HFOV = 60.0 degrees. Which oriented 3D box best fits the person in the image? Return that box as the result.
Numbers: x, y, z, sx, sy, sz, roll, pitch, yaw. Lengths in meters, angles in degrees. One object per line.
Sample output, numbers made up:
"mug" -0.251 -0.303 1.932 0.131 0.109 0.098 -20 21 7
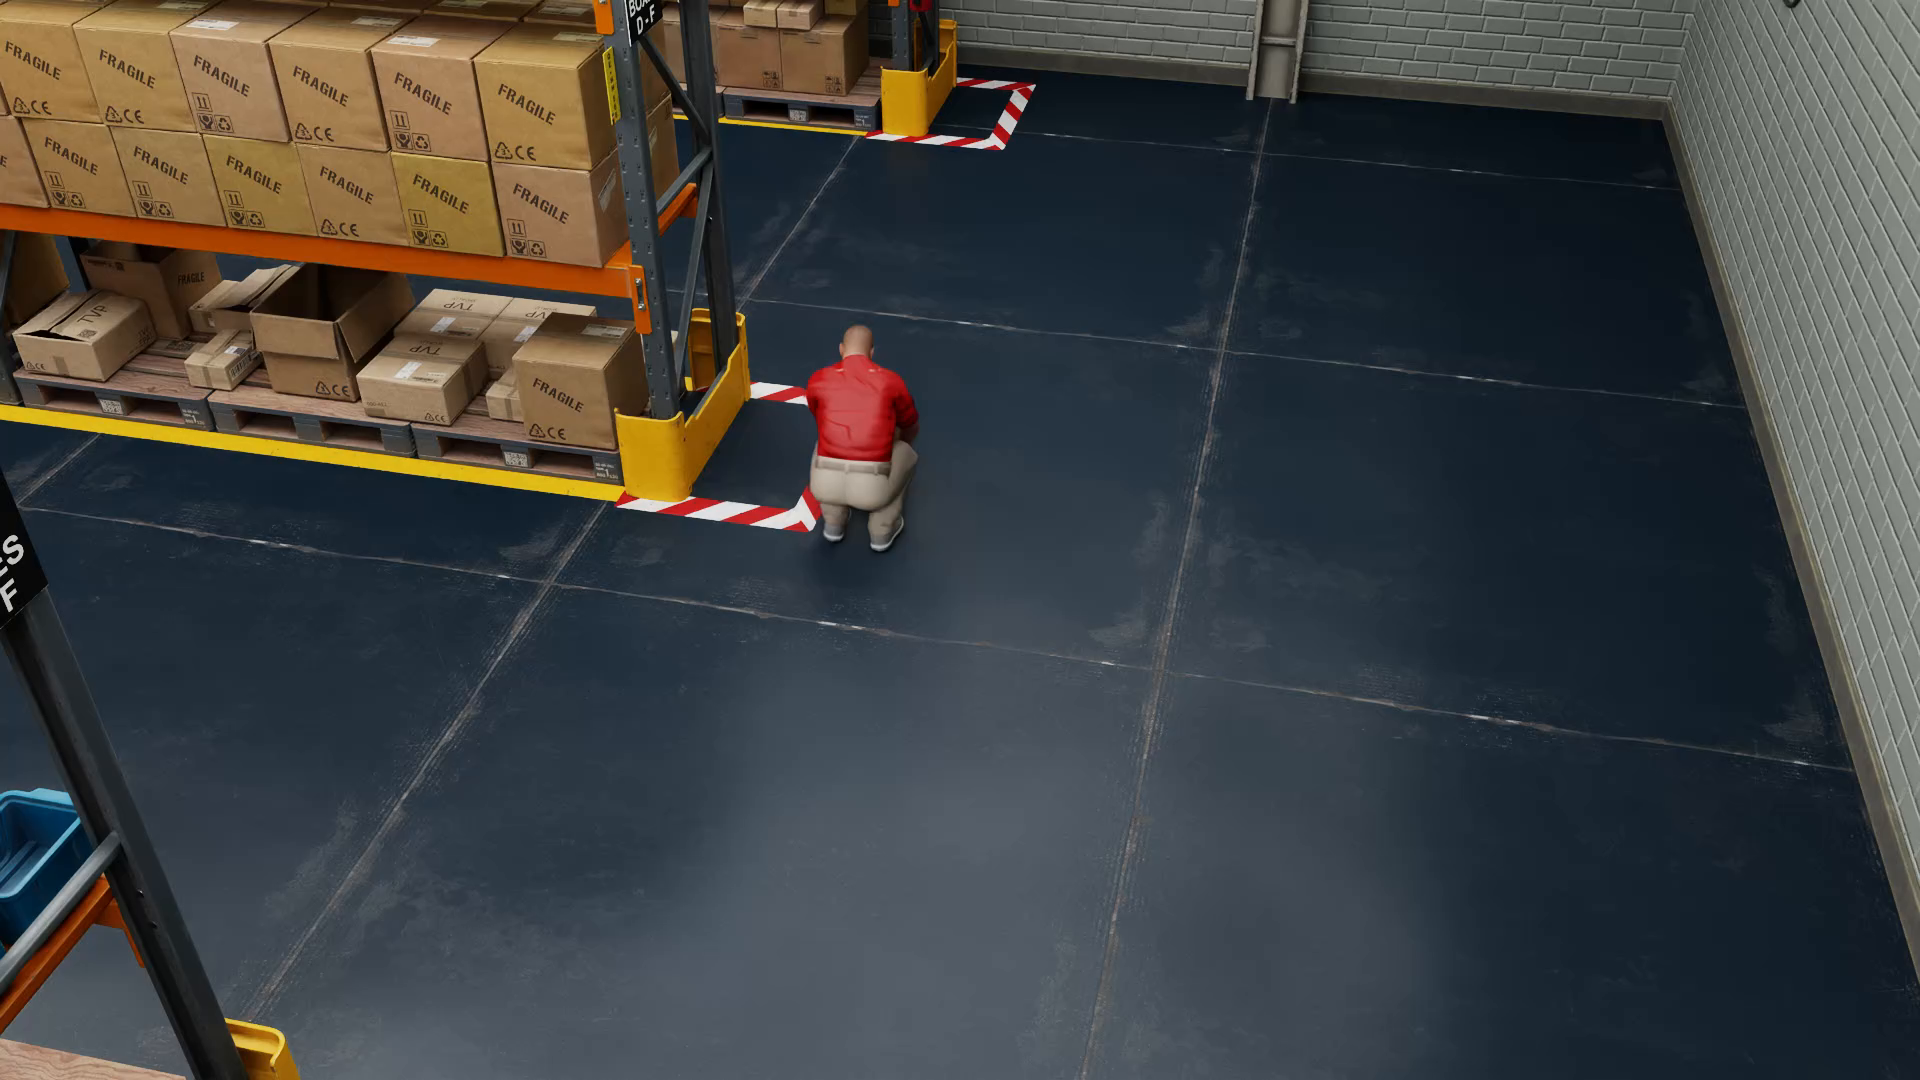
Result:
"person" -0.504 -0.531 8.303 0.563 0.920 0.861 6 37 9
